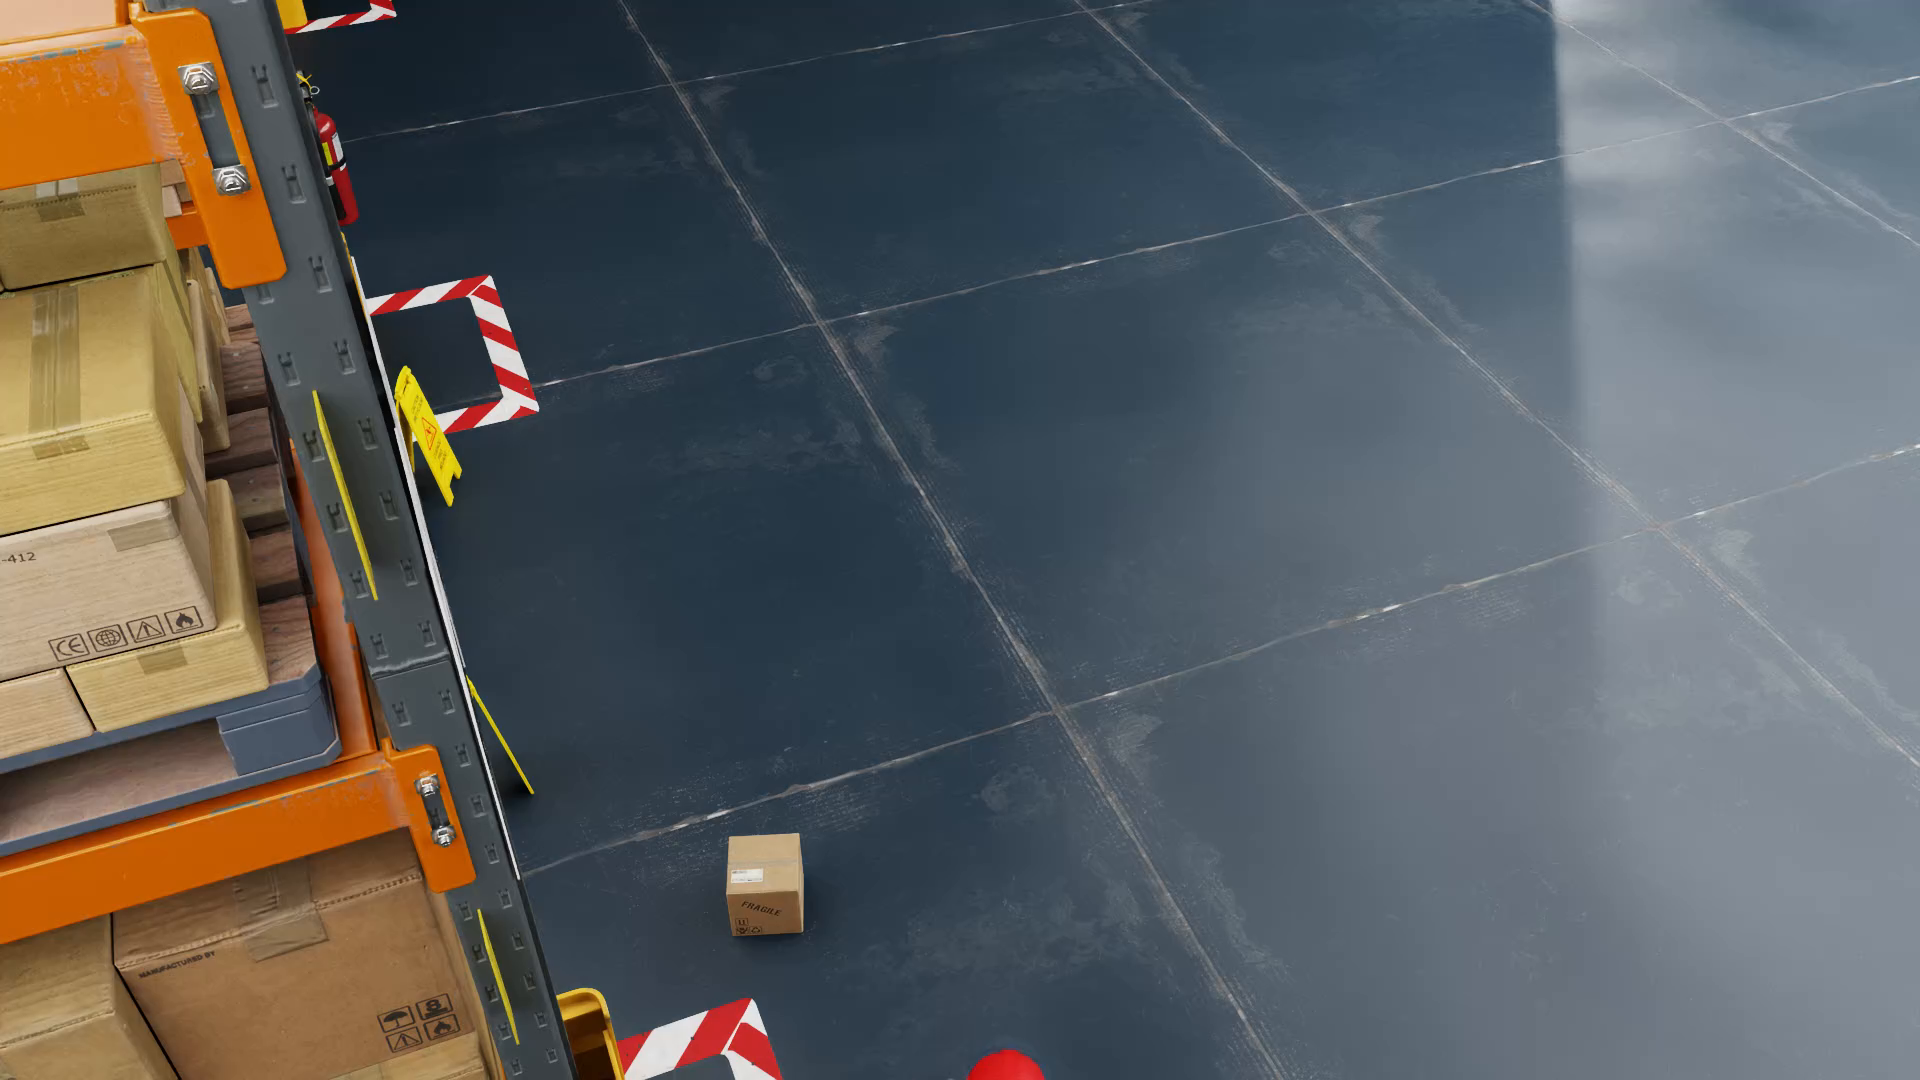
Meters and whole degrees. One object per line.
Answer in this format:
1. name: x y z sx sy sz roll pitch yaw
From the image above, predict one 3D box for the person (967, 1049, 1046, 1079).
1. person: 0.078 1.818 4.045 0.542 1.793 0.451 -7 42 -8
